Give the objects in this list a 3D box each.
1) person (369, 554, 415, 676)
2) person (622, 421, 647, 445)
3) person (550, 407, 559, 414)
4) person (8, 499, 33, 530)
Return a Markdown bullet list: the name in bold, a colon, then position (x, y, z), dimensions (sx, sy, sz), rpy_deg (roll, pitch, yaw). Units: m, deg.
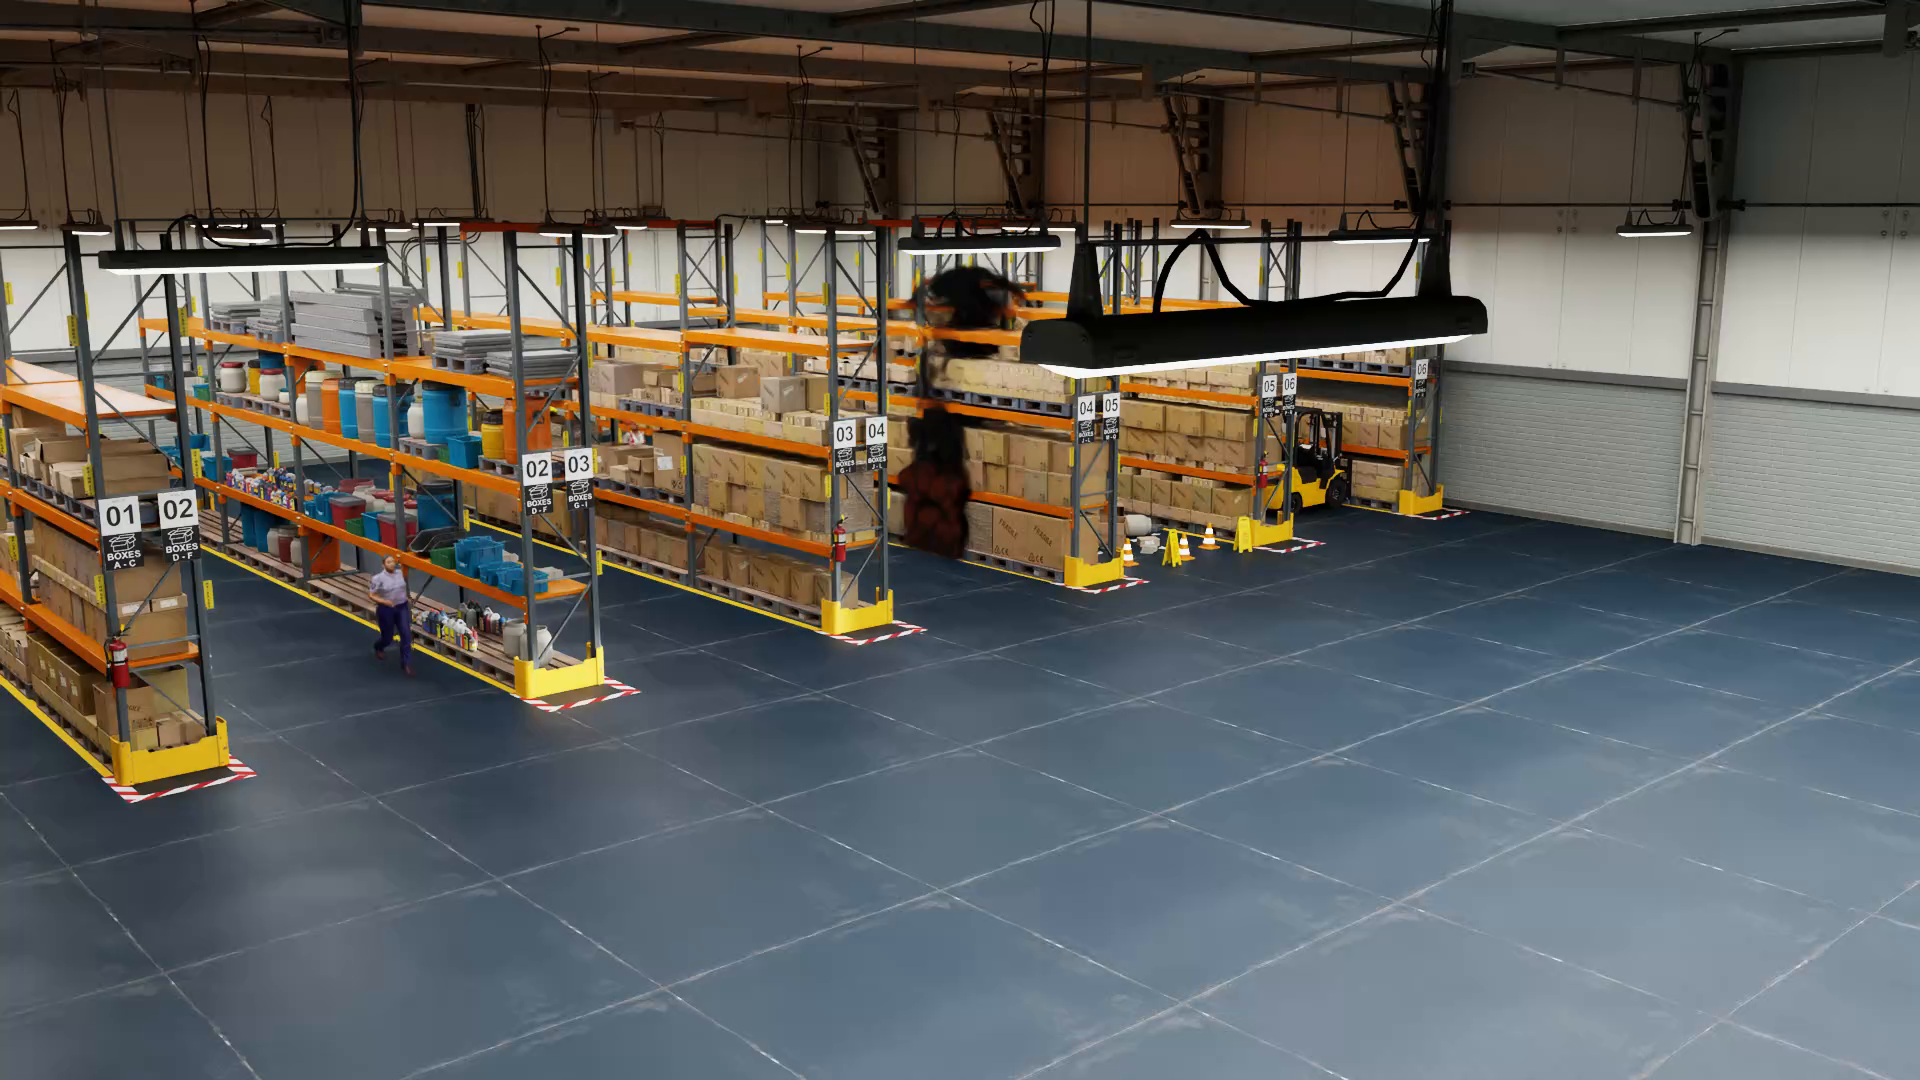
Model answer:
- **person**: position (-7.798, 0.997, 22.814), dimensions (0.610, 1.650, 0.896), rpy_deg (-11, 16, -43)
- **person**: position (-6.946, -1.746, 35.867), dimensions (0.675, 1.757, 1.051), rpy_deg (-8, 14, -35)
- **person**: position (-9.637, -2.273, 38.860), dimensions (0.843, 1.683, 0.533), rpy_deg (-3, 12, -13)
- **person**: position (-17.660, -0.728, 31.181), dimensions (0.879, 1.743, 0.668), rpy_deg (6, 13, 29)
